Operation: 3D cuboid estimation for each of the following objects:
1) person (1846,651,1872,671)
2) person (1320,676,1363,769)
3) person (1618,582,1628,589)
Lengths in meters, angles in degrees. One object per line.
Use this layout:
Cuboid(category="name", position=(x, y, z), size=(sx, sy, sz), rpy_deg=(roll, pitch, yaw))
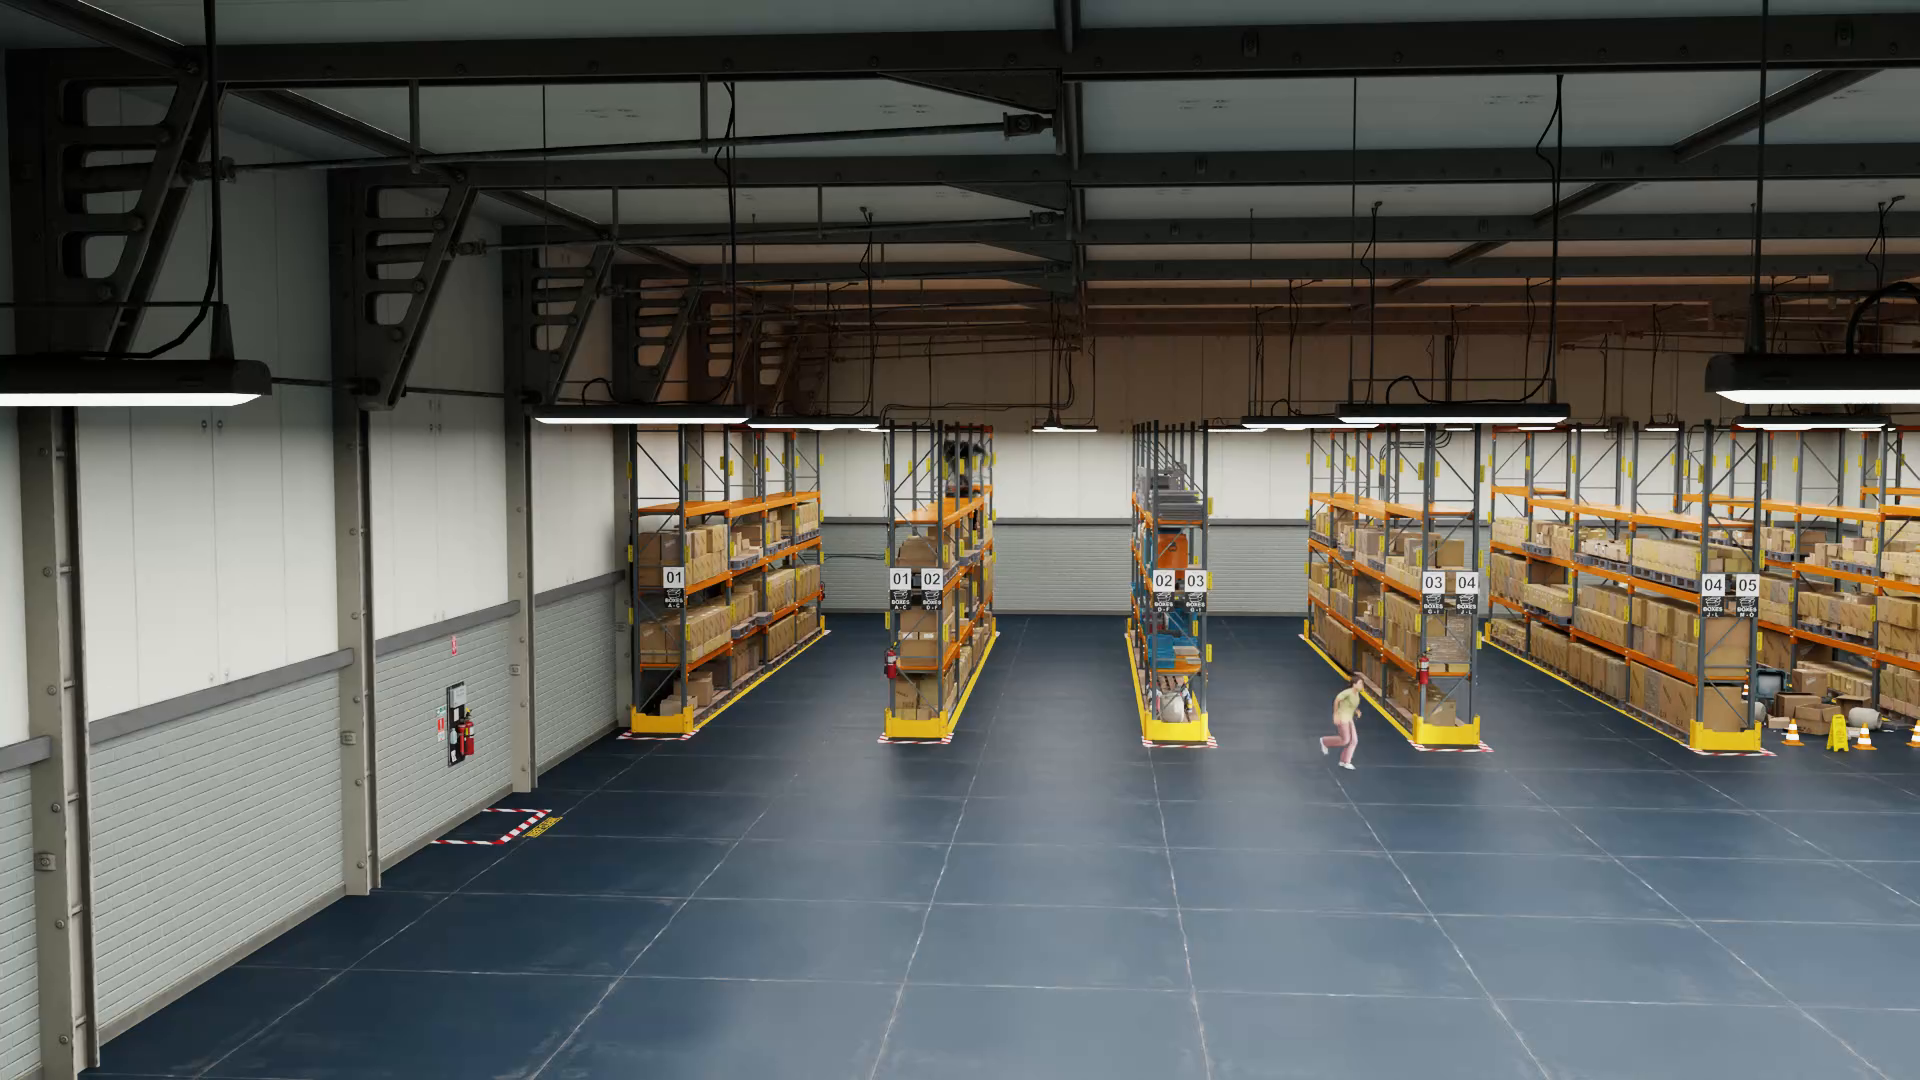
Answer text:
Cuboid(category="person", position=(21.142, 2.396, 39.130), size=(0.708, 1.765, 0.824), rpy_deg=(0, 4, -3))
Cuboid(category="person", position=(6.597, 3.128, 28.738), size=(0.777, 1.612, 0.576), rpy_deg=(3, 4, 37))
Cuboid(category="person", position=(18.807, 1.853, 47.187), size=(0.904, 1.839, 0.734), rpy_deg=(0, 4, 6))
